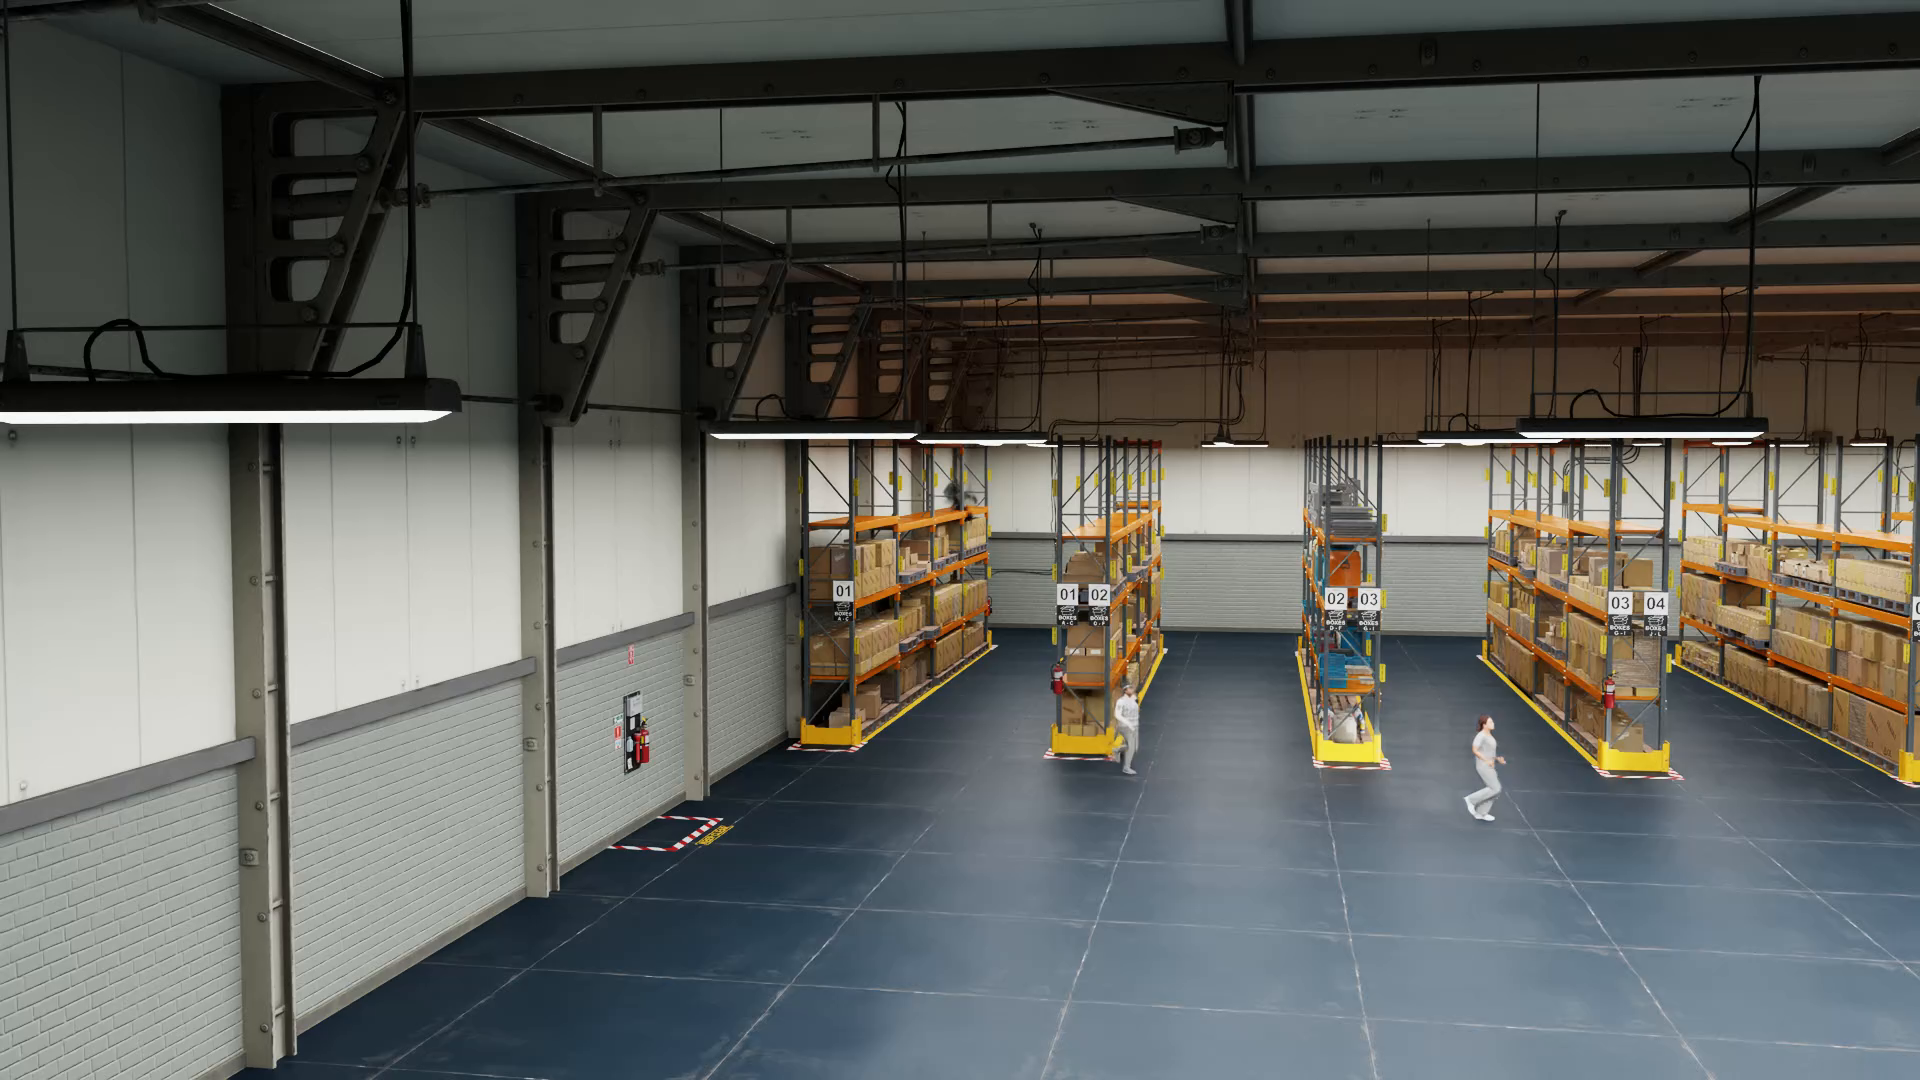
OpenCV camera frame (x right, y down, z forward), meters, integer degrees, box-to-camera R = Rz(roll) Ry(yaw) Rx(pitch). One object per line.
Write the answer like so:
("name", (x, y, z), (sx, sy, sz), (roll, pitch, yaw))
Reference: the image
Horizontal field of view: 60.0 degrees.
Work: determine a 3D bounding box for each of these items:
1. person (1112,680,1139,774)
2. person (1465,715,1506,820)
("person", (2.965, 3.300, 29.494), (0.482, 1.667, 0.613), (-3, 4, -44))
("person", (8.124, 3.514, 25.718), (0.554, 1.624, 0.546), (2, 4, 32))
